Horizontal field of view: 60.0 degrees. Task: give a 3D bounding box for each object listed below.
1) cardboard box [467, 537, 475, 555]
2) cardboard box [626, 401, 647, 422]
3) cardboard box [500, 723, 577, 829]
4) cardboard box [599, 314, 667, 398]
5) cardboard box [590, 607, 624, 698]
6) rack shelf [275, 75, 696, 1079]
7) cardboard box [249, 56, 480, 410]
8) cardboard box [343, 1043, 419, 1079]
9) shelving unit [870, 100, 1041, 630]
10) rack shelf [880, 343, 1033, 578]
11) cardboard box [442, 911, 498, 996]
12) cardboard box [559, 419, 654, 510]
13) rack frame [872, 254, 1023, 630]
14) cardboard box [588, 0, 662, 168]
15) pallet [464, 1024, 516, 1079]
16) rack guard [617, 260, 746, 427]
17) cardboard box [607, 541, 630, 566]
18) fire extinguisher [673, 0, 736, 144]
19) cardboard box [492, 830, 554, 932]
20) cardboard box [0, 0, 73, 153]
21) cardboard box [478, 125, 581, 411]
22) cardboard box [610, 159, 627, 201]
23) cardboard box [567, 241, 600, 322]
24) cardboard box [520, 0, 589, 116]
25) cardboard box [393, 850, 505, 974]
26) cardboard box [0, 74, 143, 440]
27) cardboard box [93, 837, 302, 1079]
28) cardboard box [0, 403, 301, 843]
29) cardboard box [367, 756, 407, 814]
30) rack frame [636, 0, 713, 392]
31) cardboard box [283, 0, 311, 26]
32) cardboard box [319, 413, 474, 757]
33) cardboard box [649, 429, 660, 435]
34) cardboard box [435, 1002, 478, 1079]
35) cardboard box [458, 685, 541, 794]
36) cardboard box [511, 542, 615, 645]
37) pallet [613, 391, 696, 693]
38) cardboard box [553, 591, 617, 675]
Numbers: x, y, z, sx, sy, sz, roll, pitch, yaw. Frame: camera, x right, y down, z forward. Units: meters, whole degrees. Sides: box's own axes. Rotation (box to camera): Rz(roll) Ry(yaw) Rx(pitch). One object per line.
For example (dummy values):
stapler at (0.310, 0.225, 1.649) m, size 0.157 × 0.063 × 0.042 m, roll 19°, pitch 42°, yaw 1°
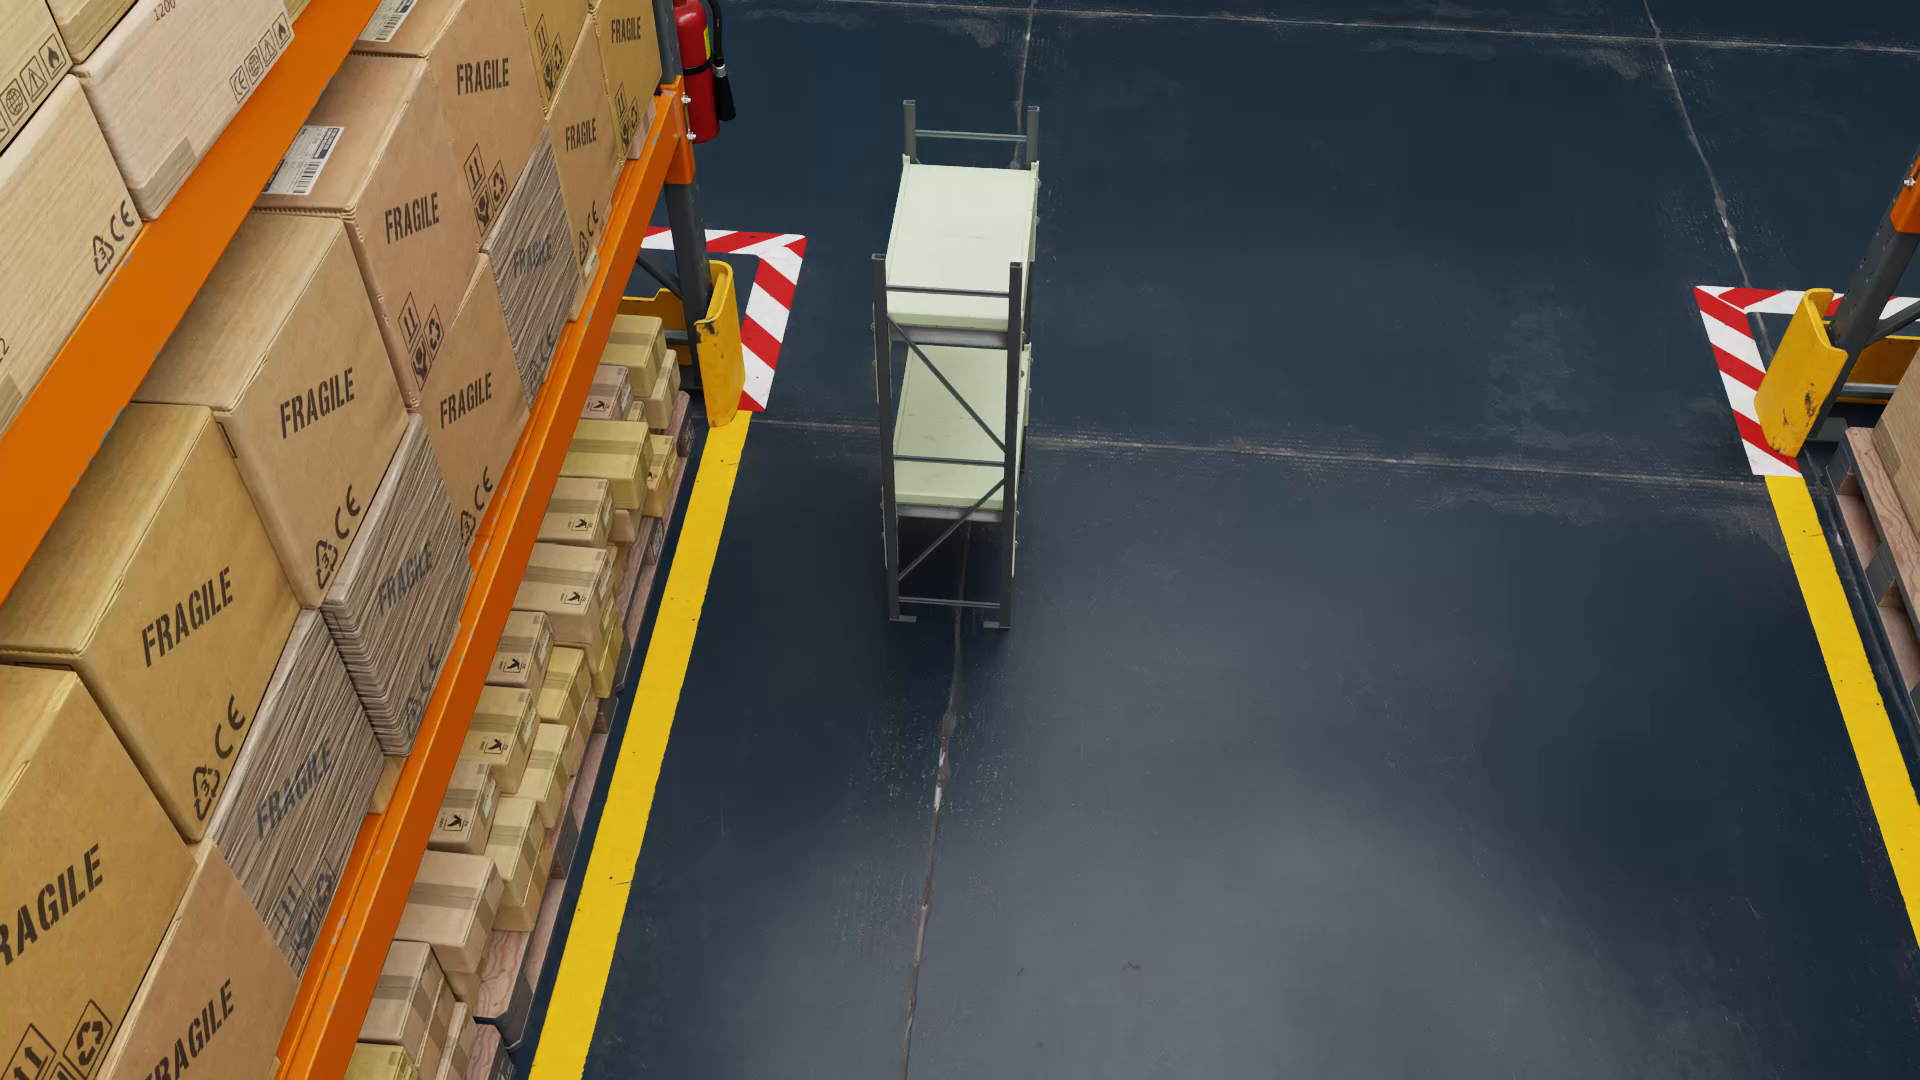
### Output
cardboard box at (-1.363, 0.021, 3.868) m, size 0.380 × 0.149 × 0.250 m, roll 5°, pitch 48°, yaw 5°
cardboard box at (-1.242, -0.330, 5.465) m, size 0.380 × 0.149 × 0.250 m, roll 3°, pitch 48°, yaw 3°
cardboard box at (-1.283, 0.636, 4.581) m, size 0.380 × 0.149 × 0.250 m, roll 4°, pitch 48°, yaw 4°
cardboard box at (-1.196, -0.620, 5.529) m, size 0.380 × 0.149 × 0.250 m, roll 4°, pitch 48°, yaw 4°
cardboard box at (-1.243, 0.334, 5.060) m, size 0.380 × 0.149 × 0.250 m, roll 2°, pitch 48°, yaw 2°
rack shelf at (-1.583, 0.067, 4.144) m, size 1.077 × 0.370 × 4.000 m, roll 4°, pitch 48°, yaw 4°
cardboard box at (-1.324, -0.620, 3.338) m, size 0.500 × 0.500 × 0.500 m, roll 2°, pitch 48°, yaw 2°
cardboard box at (-1.469, 1.286, 3.785) m, size 0.380 × 0.149 × 0.250 m, roll 3°, pitch 48°, yaw 3°
shelving unit at (-0.001, -0.501, 5.192) m, size 0.431 × 1.500 × 0.755 m, roll 4°, pitch 48°, yaw 4°
rack shelf at (-0.001, -0.281, 5.433) m, size 0.431 × 0.370 × 0.720 m, roll 4°, pitch 48°, yaw 4°
cardboard box at (-1.417, 0.997, 4.252) m, size 0.380 × 0.149 × 0.250 m, roll 6°, pitch 48°, yaw 5°
cardboard box at (-1.173, -0.240, 5.181) m, size 0.380 × 0.149 × 0.250 m, roll 3°, pitch 48°, yaw 3°
rack frame at (-0.034, -0.232, 4.946) m, size 0.400 × 1.500 × 0.023 m, roll 4°, pitch 48°, yaw 4°
cardboard box at (-1.185, -1.432, 4.758) m, size 0.500 × 0.500 × 0.500 m, roll 5°, pitch 48°, yaw 4°
pallet at (-1.739, 1.739, 4.017) m, size 1.003 × 0.211 × 1.213 m, roll 4°, pitch 48°, yaw 4°
rack guard at (-1.407, -0.746, 6.094) m, size 1.175 × 0.500 × 0.348 m, roll 4°, pitch 48°, yaw 4°
cardboard box at (-1.273, -0.040, 5.402) m, size 0.380 × 0.149 × 0.250 m, roll 4°, pitch 48°, yaw 3°
fire extinguisher at (-0.918, -1.648, 5.530) m, size 0.296 × 0.674 × 0.183 m, roll 4°, pitch 48°, yaw 4°
cardboard box at (-1.334, 0.912, 4.531) m, size 0.380 × 0.149 × 0.250 m, roll 3°, pitch 48°, yaw 2°
cardboard box at (-1.432, -0.540, 1.942) m, size 0.500 × 0.250 × 0.500 m, roll 4°, pitch 48°, yaw 3°
cardboard box at (-1.274, -0.681, 4.071) m, size 0.500 × 0.500 × 0.500 m, roll 4°, pitch 48°, yaw 4°
cardboard box at (-1.209, -1.122, 4.914) m, size 0.380 × 0.149 × 0.250 m, roll 4°, pitch 48°, yaw 3°
cardboard box at (-1.216, -0.748, 4.571) m, size 0.380 × 0.149 × 0.250 m, roll 5°, pitch 48°, yaw 5°
cardboard box at (-1.240, -1.392, 4.043) m, size 0.500 × 0.500 × 0.500 m, roll 2°, pitch 48°, yaw 2°
cardboard box at (-1.363, 0.912, 4.128) m, size 0.380 × 0.149 × 0.250 m, roll 5°, pitch 48°, yaw 4°
cardboard box at (-1.423, -0.359, 2.115) m, size 0.500 × 0.250 × 0.500 m, roll 3°, pitch 48°, yaw 3°
cardboard box at (-1.469, 0.812, 2.705) m, size 0.500 × 0.500 × 0.500 m, roll 3°, pitch 48°, yaw 3°
cardboard box at (-1.449, 0.125, 2.656) m, size 0.500 × 0.500 × 0.500 m, roll 3°, pitch 48°, yaw 2°
cardboard box at (-1.373, 0.418, 3.505) m, size 0.380 × 0.149 × 0.250 m, roll 5°, pitch 48°, yaw 4°
rack frame at (-1.400, -1.646, 5.222) m, size 1.000 × 3.000 × 0.127 m, roll 4°, pitch 48°, yaw 4°
cardboard box at (-1.305, -1.124, 2.815) m, size 0.500 × 0.250 × 0.500 m, roll 6°, pitch 48°, yaw 5°
cardboard box at (-1.349, 0.081, 3.374) m, size 0.500 × 0.500 × 0.500 m, roll 3°, pitch 48°, yaw 3°
cardboard box at (-1.241, -0.425, 5.753) m, size 0.380 × 0.149 × 0.250 m, roll 5°, pitch 48°, yaw 4°
cardboard box at (-1.443, 1.296, 4.179) m, size 0.380 × 0.149 × 0.250 m, roll 3°, pitch 48°, yaw 3°
cardboard box at (-1.359, 0.527, 4.479) m, size 0.380 × 0.149 × 0.250 m, roll 4°, pitch 48°, yaw 4°
cardboard box at (-1.229, 0.147, 4.827) m, size 0.380 × 0.149 × 0.250 m, roll 5°, pitch 48°, yaw 5°
pallet at (-1.516, -0.054, 5.657) m, size 1.003 × 0.211 × 1.213 m, roll 4°, pitch 48°, yaw 4°
cardboard box at (-1.244, 0.245, 4.939) m, size 0.380 × 0.149 × 0.250 m, roll 5°, pitch 48°, yaw 4°
